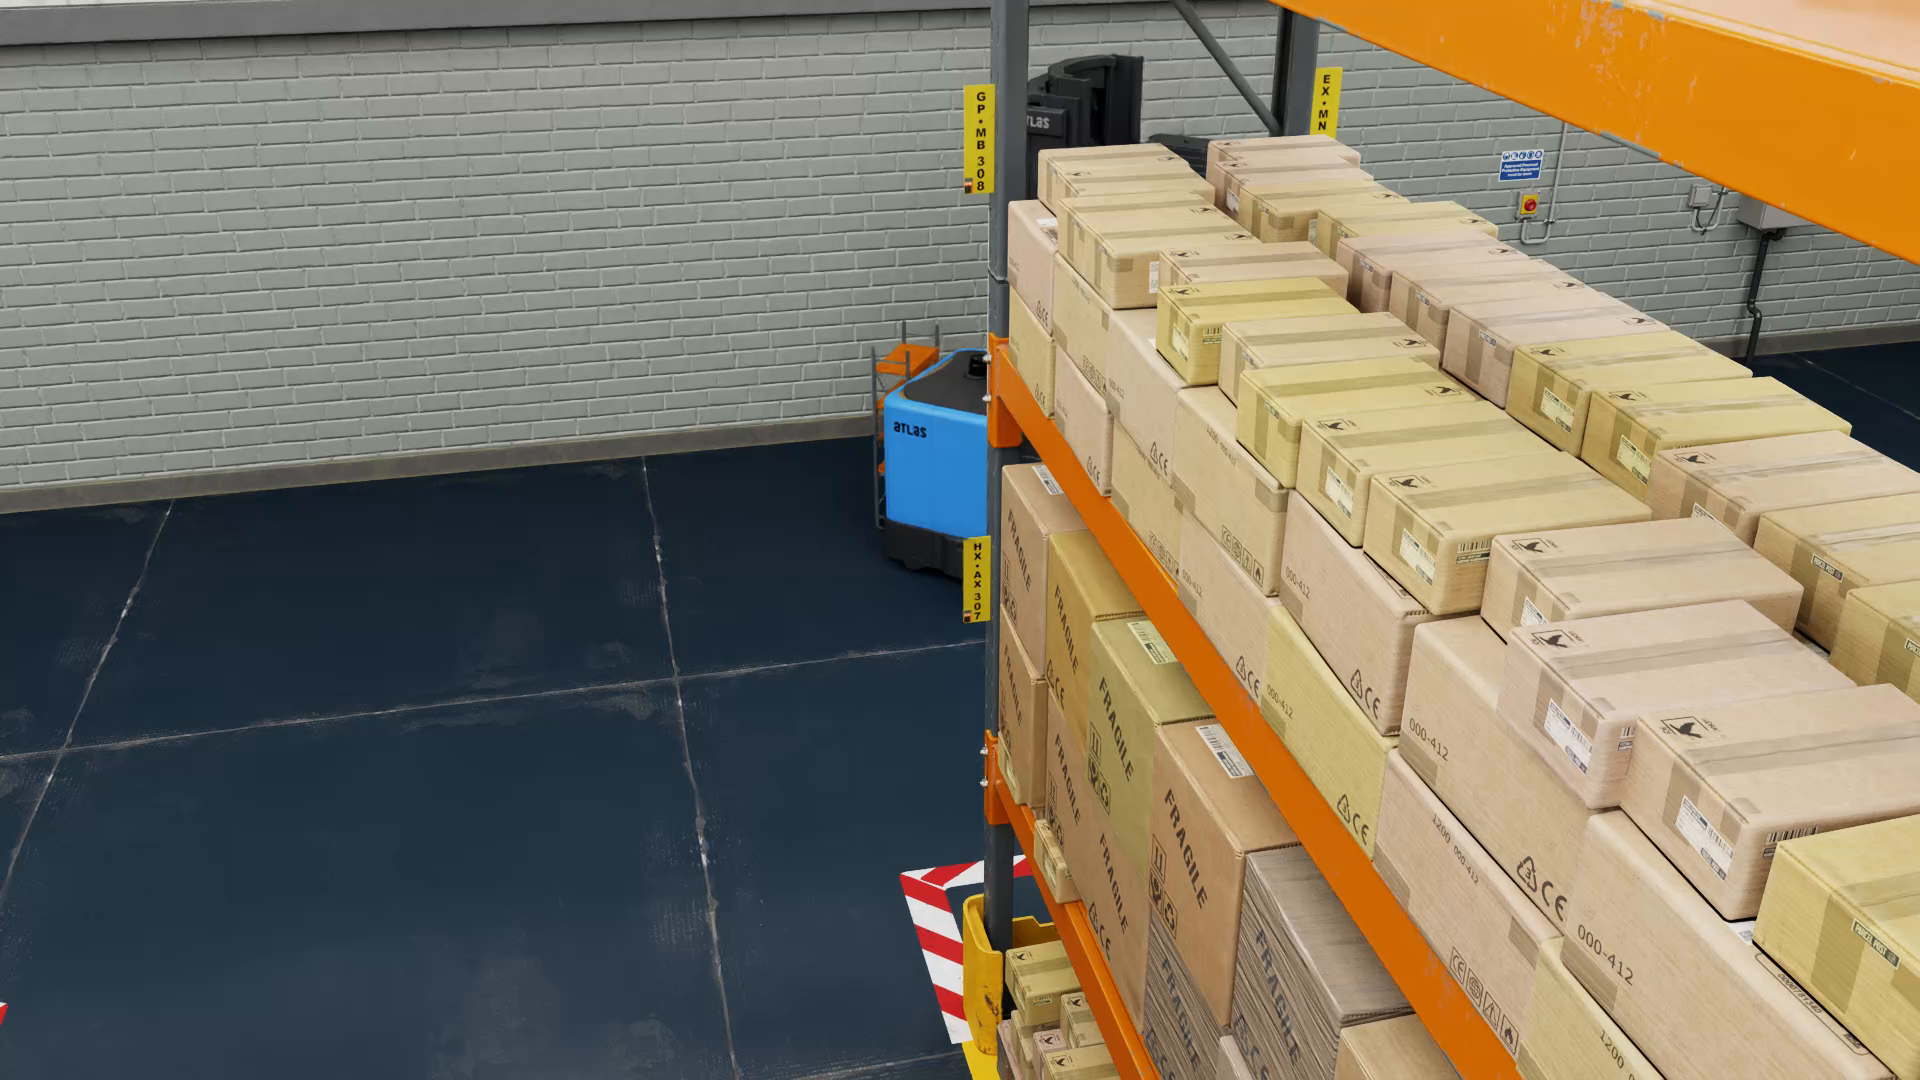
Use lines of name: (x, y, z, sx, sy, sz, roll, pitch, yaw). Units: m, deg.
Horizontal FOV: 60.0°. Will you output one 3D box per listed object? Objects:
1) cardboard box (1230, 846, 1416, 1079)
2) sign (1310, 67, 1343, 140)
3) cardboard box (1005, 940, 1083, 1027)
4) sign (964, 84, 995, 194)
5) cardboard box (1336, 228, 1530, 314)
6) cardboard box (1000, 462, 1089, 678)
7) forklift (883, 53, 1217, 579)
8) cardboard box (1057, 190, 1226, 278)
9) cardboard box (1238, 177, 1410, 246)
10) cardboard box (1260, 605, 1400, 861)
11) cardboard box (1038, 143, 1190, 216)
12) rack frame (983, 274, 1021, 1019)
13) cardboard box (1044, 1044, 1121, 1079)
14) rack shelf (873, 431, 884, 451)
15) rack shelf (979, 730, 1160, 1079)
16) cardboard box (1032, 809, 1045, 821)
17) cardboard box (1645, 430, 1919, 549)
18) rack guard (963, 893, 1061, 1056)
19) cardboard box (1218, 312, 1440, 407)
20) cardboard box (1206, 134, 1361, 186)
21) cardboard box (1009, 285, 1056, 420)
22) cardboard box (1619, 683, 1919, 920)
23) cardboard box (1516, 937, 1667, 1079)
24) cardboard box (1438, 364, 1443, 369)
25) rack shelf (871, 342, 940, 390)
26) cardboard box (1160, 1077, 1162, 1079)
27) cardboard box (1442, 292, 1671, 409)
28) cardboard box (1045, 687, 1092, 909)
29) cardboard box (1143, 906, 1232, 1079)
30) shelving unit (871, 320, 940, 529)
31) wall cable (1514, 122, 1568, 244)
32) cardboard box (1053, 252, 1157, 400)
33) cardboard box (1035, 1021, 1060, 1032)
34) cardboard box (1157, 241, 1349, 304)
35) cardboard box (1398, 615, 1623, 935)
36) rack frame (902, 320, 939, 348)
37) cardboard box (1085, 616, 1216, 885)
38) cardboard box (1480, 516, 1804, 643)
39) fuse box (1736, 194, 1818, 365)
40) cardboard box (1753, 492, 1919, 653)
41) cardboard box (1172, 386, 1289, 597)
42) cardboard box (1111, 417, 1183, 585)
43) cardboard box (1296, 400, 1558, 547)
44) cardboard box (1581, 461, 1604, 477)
cardboard box: (0.899, 0.969, 3.451, 0.500, 0.500, 0.500, -5, 27, -10)
sign: (1.136, -1.314, 5.213, 0.100, 0.325, 0.005, -6, 27, -12)
cardboard box: (0.377, 1.552, 5.884, 0.380, 0.149, 0.250, -7, 28, -14)
sign: (0.062, -1.206, 5.012, 0.100, 0.325, 0.005, -6, 27, -12)
cardboard box: (1.134, -0.636, 4.022, 0.380, 0.149, 0.250, -7, 28, -13)
cardboard box: (0.433, 0.068, 5.236, 0.500, 0.500, 0.500, -6, 27, -12)
forklift: (1.090, -1.044, 9.066, 3.031, 2.935, 1.130, 14, 30, 25)
cardboard box: (0.471, -0.800, 4.346, 0.380, 0.149, 0.250, -6, 27, -12)
cardboard box: (0.970, -0.859, 4.462, 0.380, 0.149, 0.250, -7, 28, -13)
cardboard box: (0.902, 0.320, 3.124, 0.500, 0.250, 0.500, -6, 27, -12)
cardboard box: (0.441, -1.040, 4.822, 0.380, 0.149, 0.250, -6, 27, -12)
rack frame: (0.590, 0.468, 5.994, 1.000, 3.000, 0.127, -6, 27, -12)
cardboard box: (0.489, 1.784, 5.423, 0.380, 0.149, 0.250, -6, 27, -12)
rack shelf: (-0.328, -0.637, 10.330, 0.258, 0.148, 0.480, 9, 28, 18)
rack shelf: (1.041, 1.667, 4.417, 1.077, 0.370, 4.000, -6, 27, -12)
cardboard box: (0.442, 0.863, 5.490, 0.380, 0.149, 0.250, -5, 27, -10)
cardboard box: (1.429, -0.059, 2.879, 0.380, 0.149, 0.250, -7, 28, -13)
rack guard: (0.607, 1.617, 6.491, 1.175, 0.500, 0.348, -6, 27, -12)
cardboard box: (0.763, -0.355, 3.465, 0.380, 0.149, 0.250, -5, 27, -10)
cardboard box: (0.952, -1.089, 4.920, 0.380, 0.149, 0.250, -6, 27, -12)
cardboard box: (0.442, -0.581, 4.910, 0.500, 0.250, 0.500, -5, 27, -10)
cardboard box: (1.085, 0.326, 2.116, 0.380, 0.149, 0.250, -5, 27, -10)
cardboard box: (1.118, 0.764, 2.246, 0.500, 0.250, 0.500, -5, 27, -10)
cardboard box: (1.171, -0.402, 3.999, 0.500, 0.250, 0.500, -6, 27, -11)
rack shelf: (-0.328, -1.048, 10.123, 0.258, 0.148, 0.480, 9, 28, 18)
cardboard box: (0.745, 1.435, 4.357, 0.380, 0.149, 0.250, -5, 27, -10)
cardboard box: (1.277, -0.412, 3.577, 0.380, 0.149, 0.250, -7, 28, -13)
cardboard box: (0.568, 0.748, 4.998, 0.500, 0.500, 0.500, -6, 27, -11)
cardboard box: (0.787, 1.187, 4.128, 0.500, 0.500, 0.500, -7, 28, -13)
shelving unit: (-0.328, -0.697, 10.300, 0.258, 1.200, 0.503, 9, 28, 18)
wall cable: (4.097, -3.020, 11.742, 0.585, 1.953, 0.123, -6, 27, -12)
cardboard box: (0.555, -0.579, 4.352, 0.500, 0.250, 0.500, -6, 27, -12)
cardboard box: (0.458, 1.676, 5.968, 0.380, 0.149, 0.250, -5, 27, -9)
cardboard box: (0.687, -0.591, 3.932, 0.380, 0.149, 0.250, -5, 27, -10)
cardboard box: (1.034, 0.322, 2.566, 0.500, 0.250, 0.500, -7, 28, -14)
rack frame: (-0.244, -0.800, 10.504, 0.240, 1.200, 0.015, 9, 28, 18)
cardboard box: (0.648, 0.520, 4.341, 0.500, 0.500, 0.500, -7, 28, -13)
cardboard box: (1.045, 0.096, 2.572, 0.380, 0.149, 0.250, -5, 27, -10)
fuse box: (6.176, -2.126, 12.564, 0.539, 1.711, 0.414, -6, 27, -12)
cardboard box: (1.507, 0.052, 2.658, 0.380, 0.149, 0.250, -7, 28, -13)
cardboard box: (0.772, -0.134, 3.470, 0.500, 0.250, 0.500, -7, 28, -14)
cardboard box: (0.686, -0.125, 4.006, 0.500, 0.250, 0.500, -7, 28, -13)
cardboard box: (0.838, -0.124, 3.007, 0.380, 0.149, 0.250, -6, 27, -12)
cardboard box: (1.409, 0.051, 3.102, 0.500, 0.250, 0.500, -5, 27, -11)
